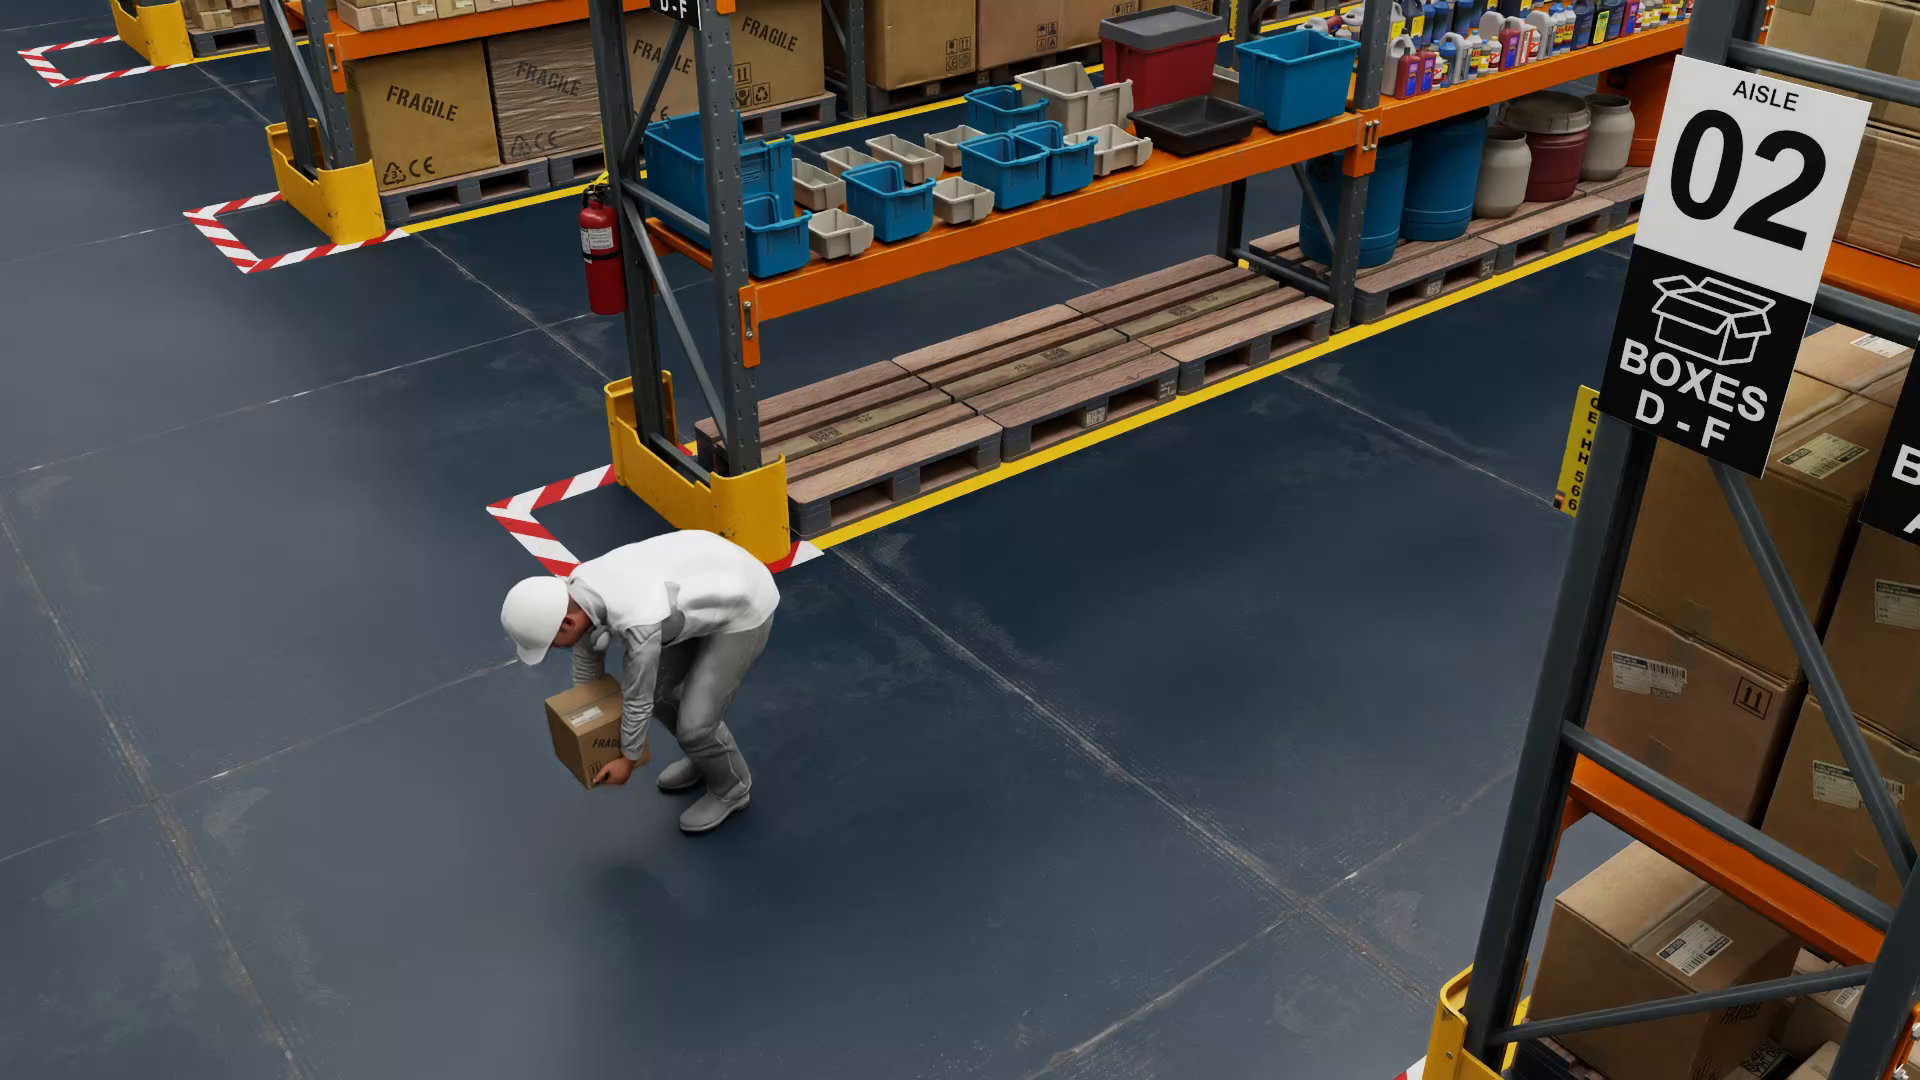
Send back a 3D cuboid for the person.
[{"bbox_3d":[-1.087,0.511,5.831,0.980,1.204,0.485,-24,39,-33],"label":"person"}]
